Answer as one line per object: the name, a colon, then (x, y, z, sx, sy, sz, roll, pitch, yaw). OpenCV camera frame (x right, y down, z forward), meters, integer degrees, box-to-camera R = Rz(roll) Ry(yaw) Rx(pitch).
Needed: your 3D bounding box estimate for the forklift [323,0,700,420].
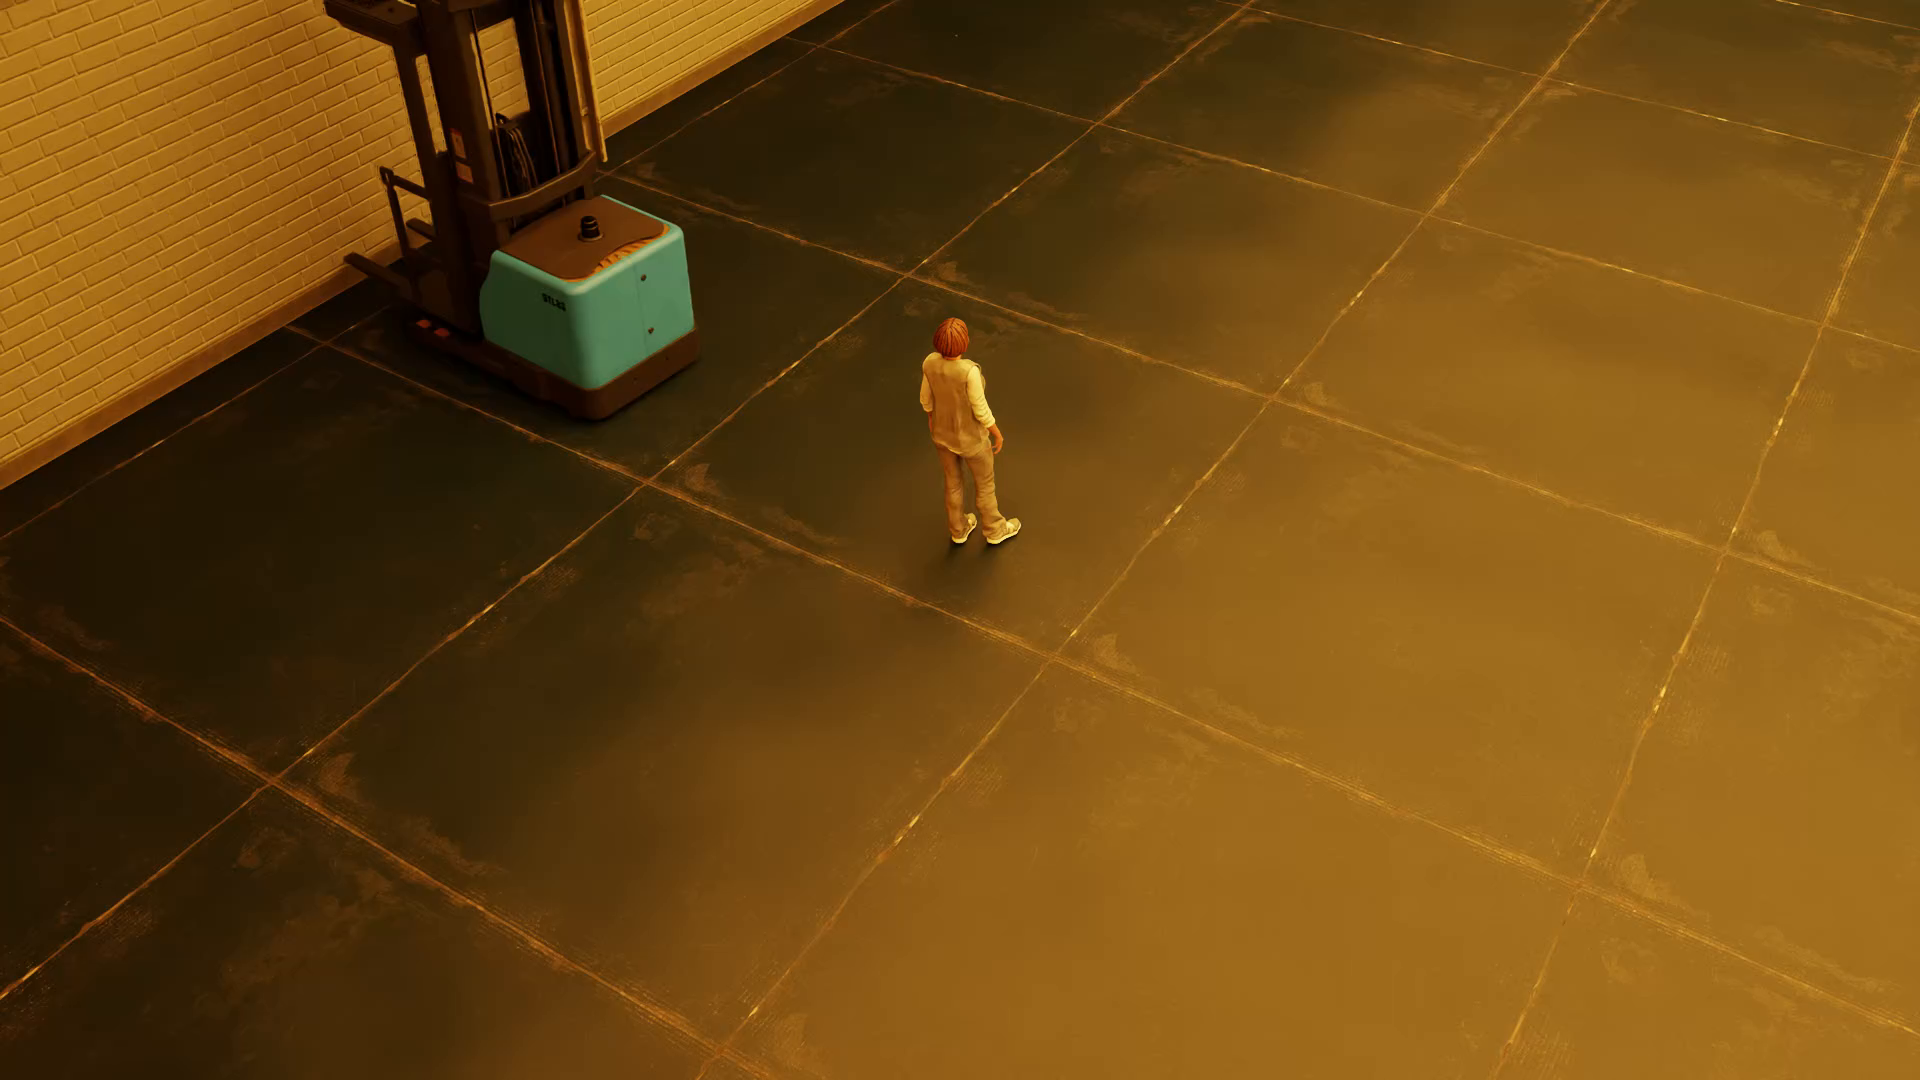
forklift: (-3.302, -2.698, 11.150, 3.031, 2.935, 1.130, 26, 47, 27)

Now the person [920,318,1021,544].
person: (0.052, -0.651, 9.756, 0.521, 1.599, 0.473, 22, 45, 24)
